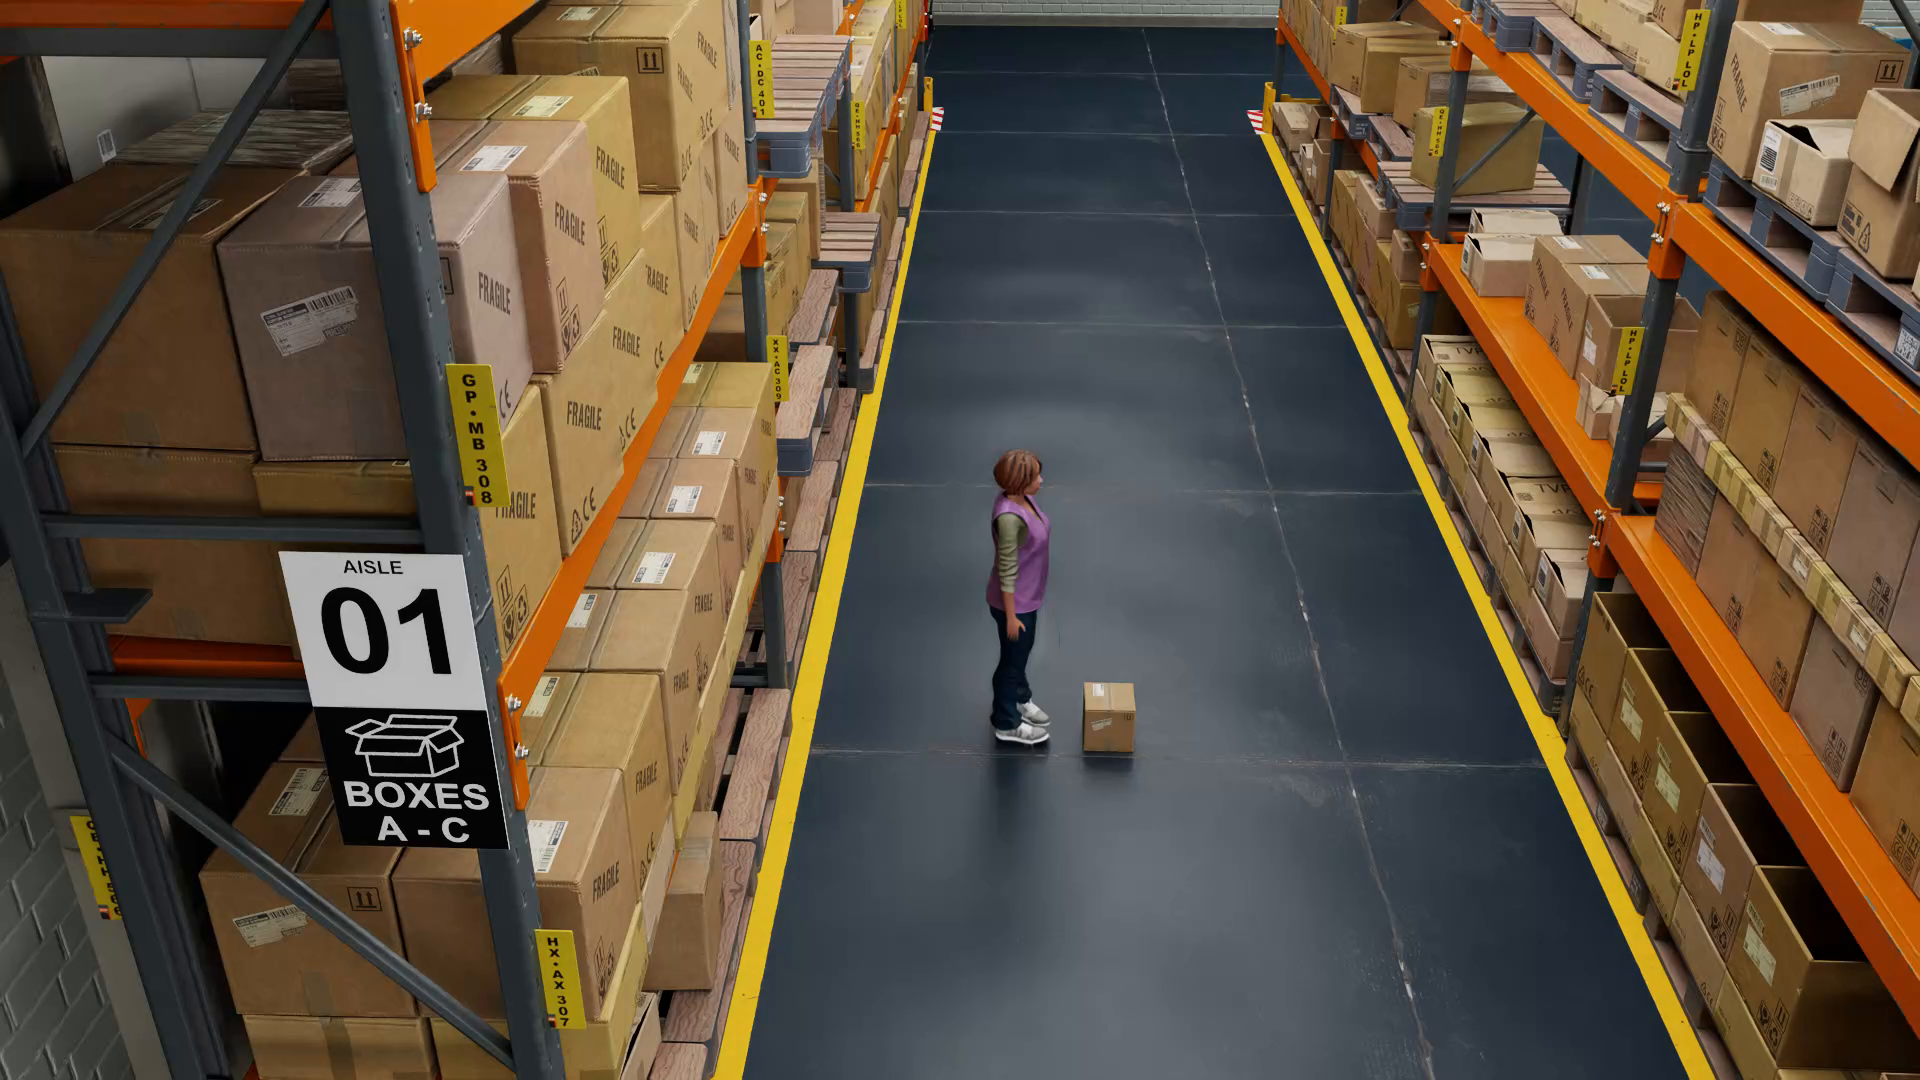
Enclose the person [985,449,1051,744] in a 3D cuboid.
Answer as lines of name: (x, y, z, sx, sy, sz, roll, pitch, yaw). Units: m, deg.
person: (0.289, 0.288, 8.100, 0.329, 1.616, 0.464, 3, 29, 6)
